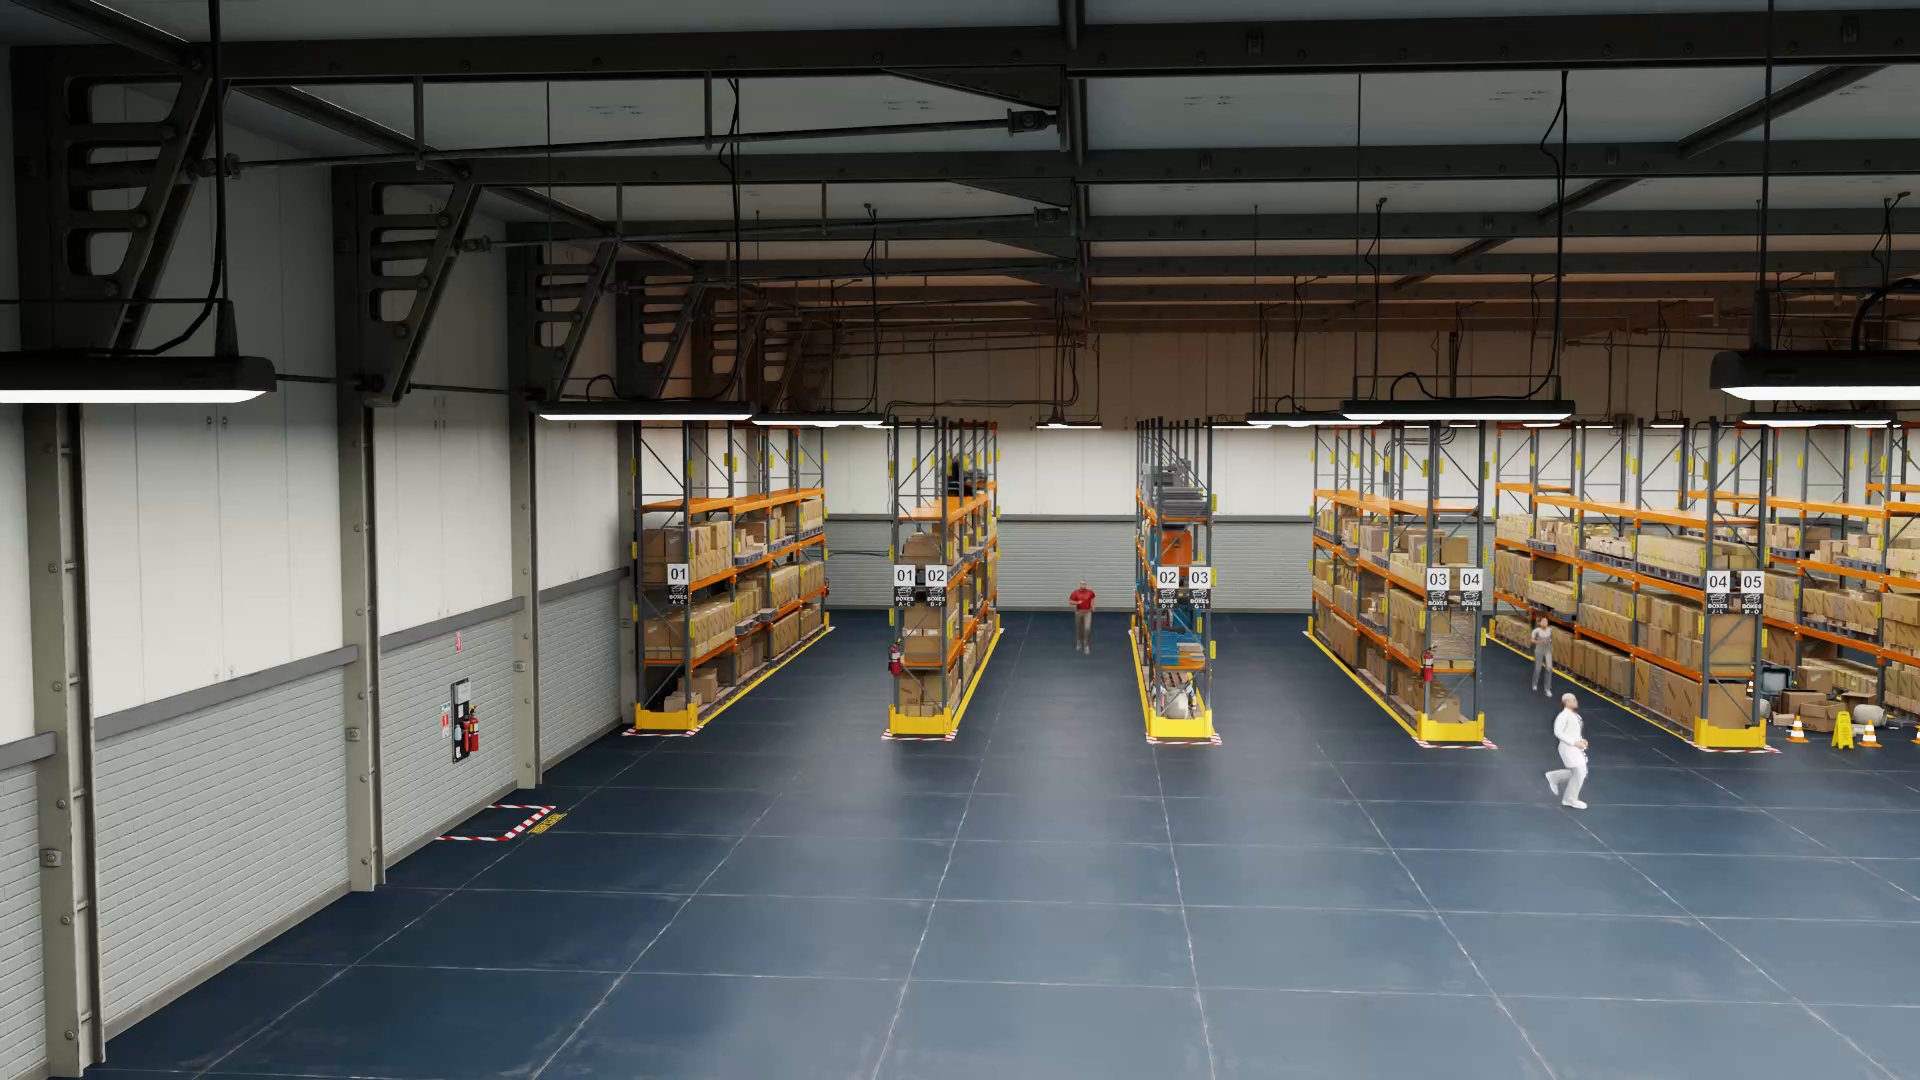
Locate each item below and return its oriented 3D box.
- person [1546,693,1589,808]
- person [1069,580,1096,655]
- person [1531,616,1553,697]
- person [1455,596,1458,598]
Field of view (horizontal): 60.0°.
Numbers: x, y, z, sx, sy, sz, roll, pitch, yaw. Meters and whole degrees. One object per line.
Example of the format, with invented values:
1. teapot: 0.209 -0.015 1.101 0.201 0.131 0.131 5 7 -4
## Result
1. person: 9.269 3.205 25.421 0.652 1.739 0.712 3 5 35
2. person: 3.026 1.884 41.061 0.664 1.809 0.801 0 4 2
3. person: 12.688 2.508 36.252 0.566 1.721 0.831 0 4 2
4. person: 13.510 1.865 45.882 0.776 1.754 0.605 2 4 28
